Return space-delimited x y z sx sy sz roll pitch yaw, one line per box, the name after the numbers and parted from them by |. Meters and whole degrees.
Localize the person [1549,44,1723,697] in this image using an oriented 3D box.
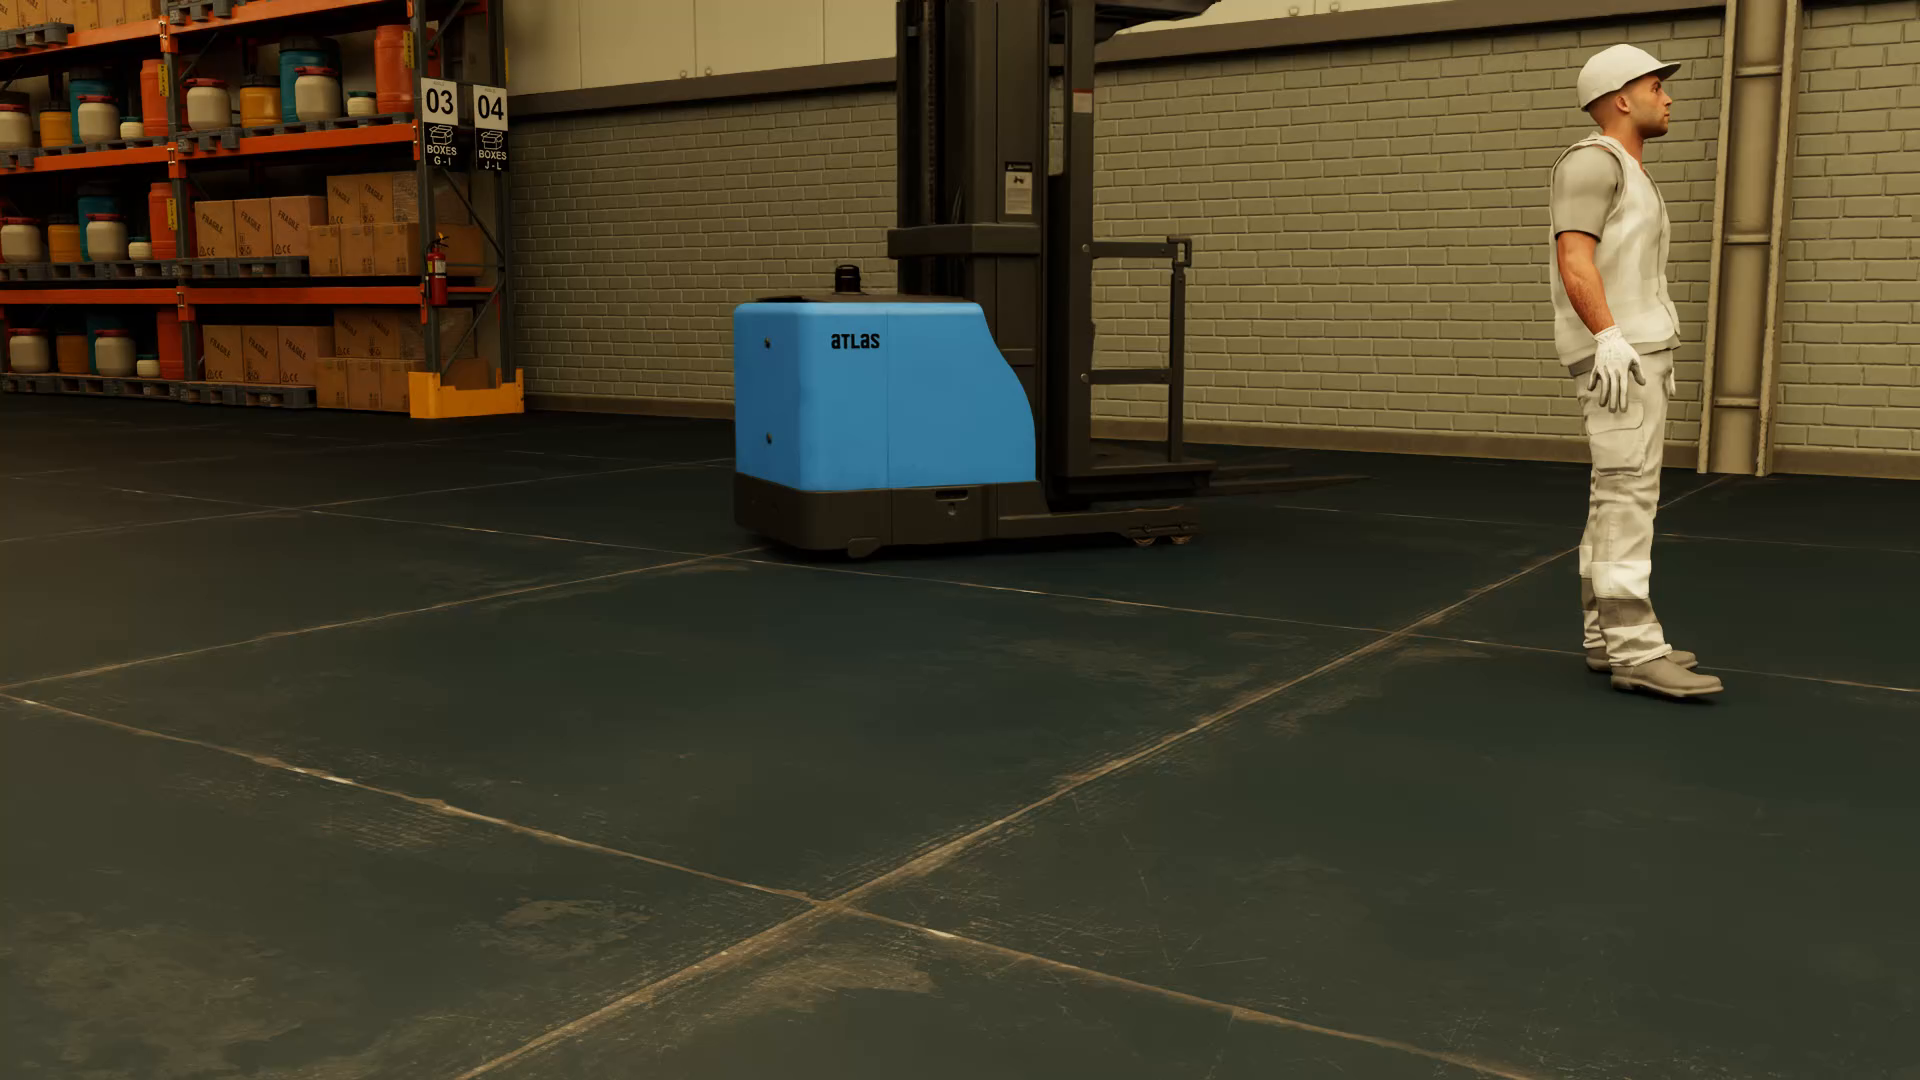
1.955 -0.500 4.713 0.565 1.787 0.637 5 10 33 | person

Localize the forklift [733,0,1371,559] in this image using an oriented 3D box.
0.518 -1.491 7.675 3.031 2.935 1.130 -4 9 -25 | forklift
